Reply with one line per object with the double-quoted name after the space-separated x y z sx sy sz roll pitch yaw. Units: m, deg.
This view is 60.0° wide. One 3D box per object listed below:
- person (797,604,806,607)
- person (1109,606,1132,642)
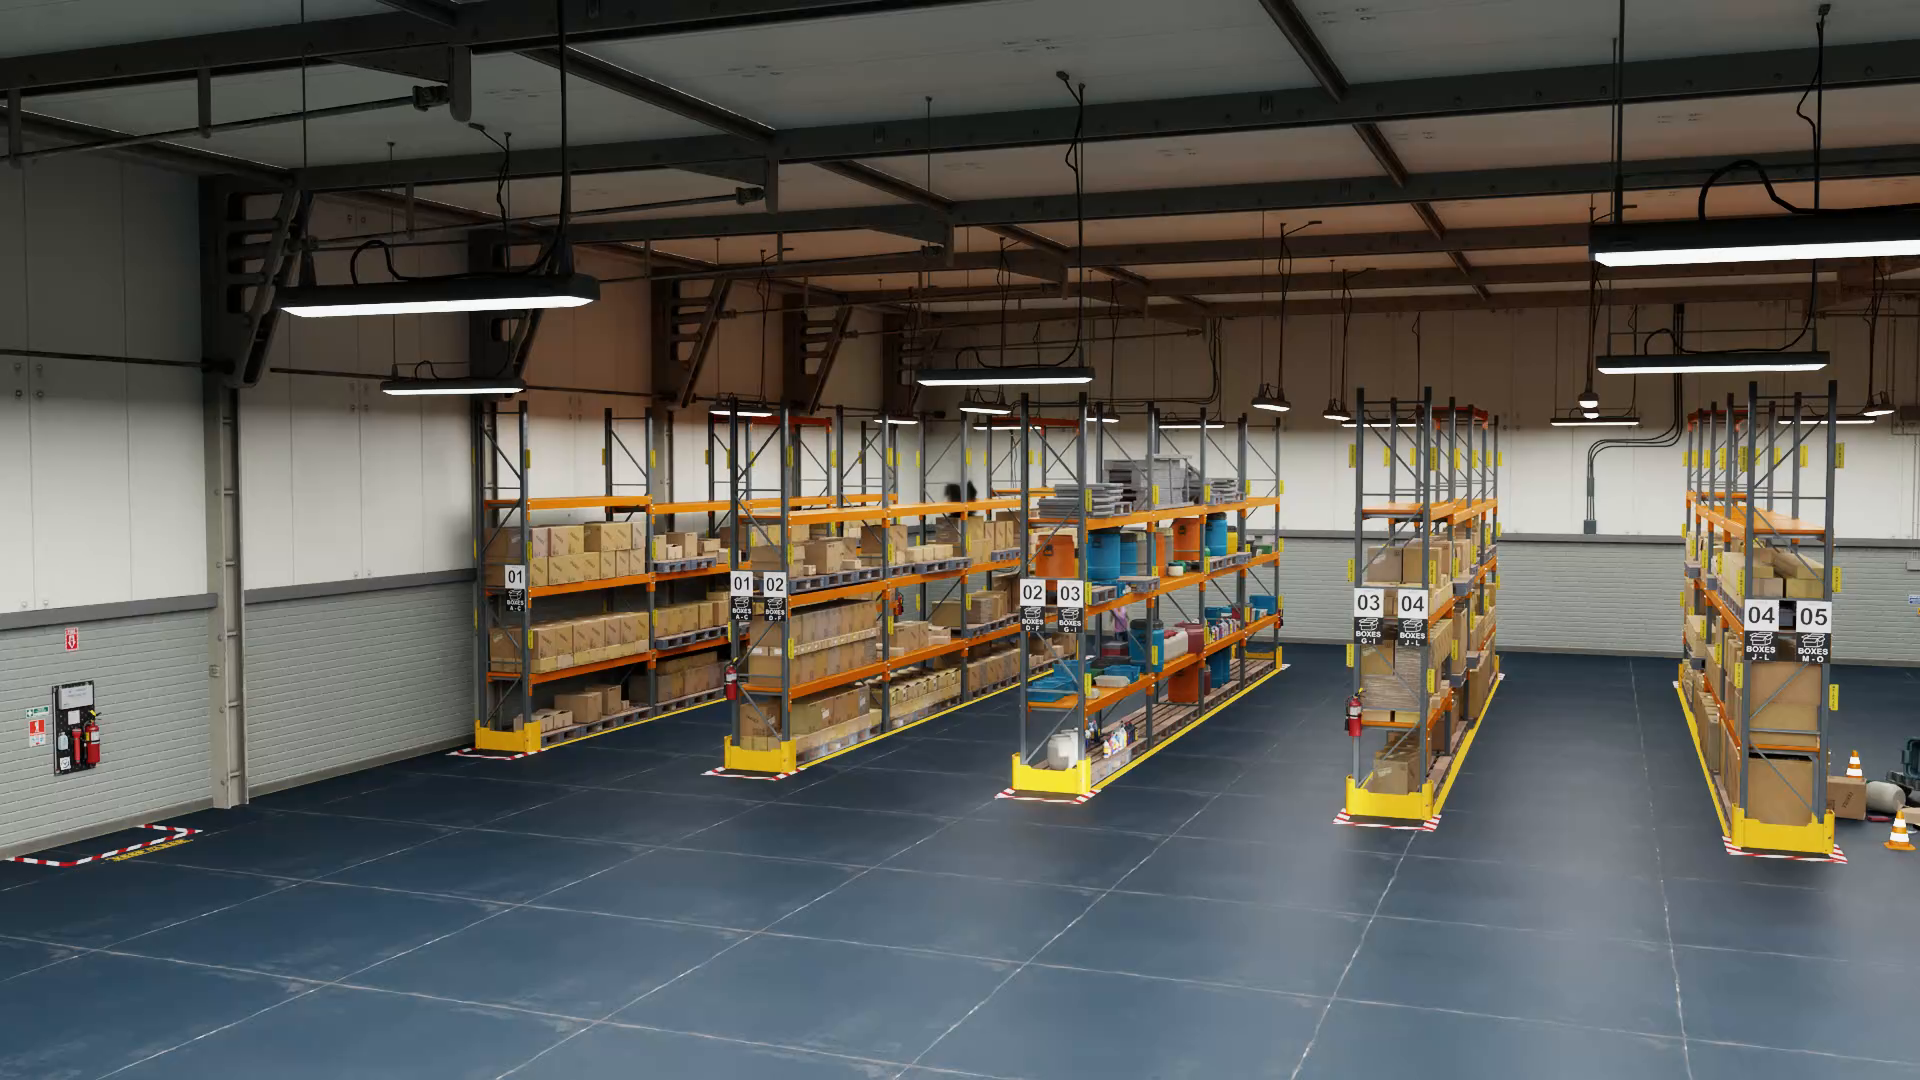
-3.246 2.210 34.030 0.661 1.867 0.737 1 3 14 "person"
3.919 2.255 40.727 0.562 1.558 0.543 0 3 5 "person"
